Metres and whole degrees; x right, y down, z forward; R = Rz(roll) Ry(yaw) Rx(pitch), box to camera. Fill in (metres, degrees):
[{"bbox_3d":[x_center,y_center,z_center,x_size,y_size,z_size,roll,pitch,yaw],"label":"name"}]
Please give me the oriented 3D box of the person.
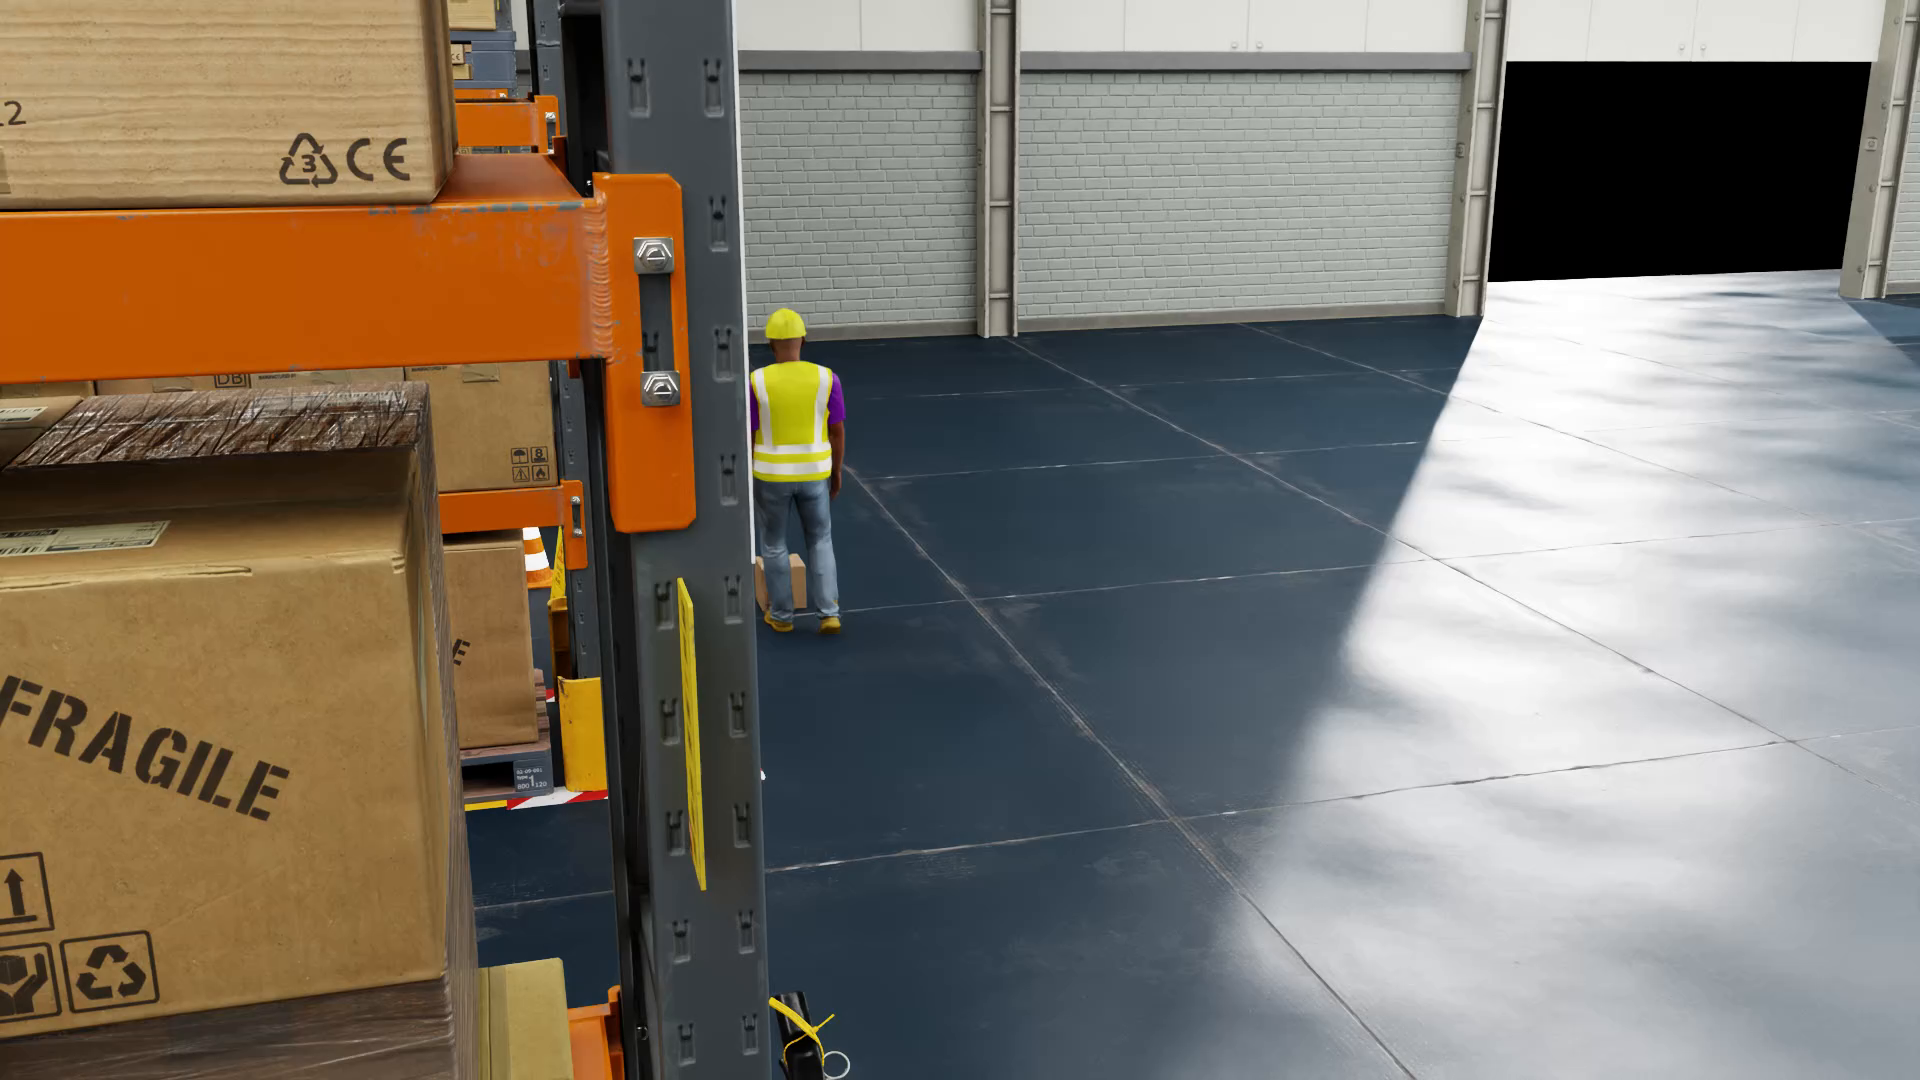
[{"bbox_3d":[-0.897,-0.324,8.795,0.570,1.816,0.469,-4,16,-14],"label":"person"}]
